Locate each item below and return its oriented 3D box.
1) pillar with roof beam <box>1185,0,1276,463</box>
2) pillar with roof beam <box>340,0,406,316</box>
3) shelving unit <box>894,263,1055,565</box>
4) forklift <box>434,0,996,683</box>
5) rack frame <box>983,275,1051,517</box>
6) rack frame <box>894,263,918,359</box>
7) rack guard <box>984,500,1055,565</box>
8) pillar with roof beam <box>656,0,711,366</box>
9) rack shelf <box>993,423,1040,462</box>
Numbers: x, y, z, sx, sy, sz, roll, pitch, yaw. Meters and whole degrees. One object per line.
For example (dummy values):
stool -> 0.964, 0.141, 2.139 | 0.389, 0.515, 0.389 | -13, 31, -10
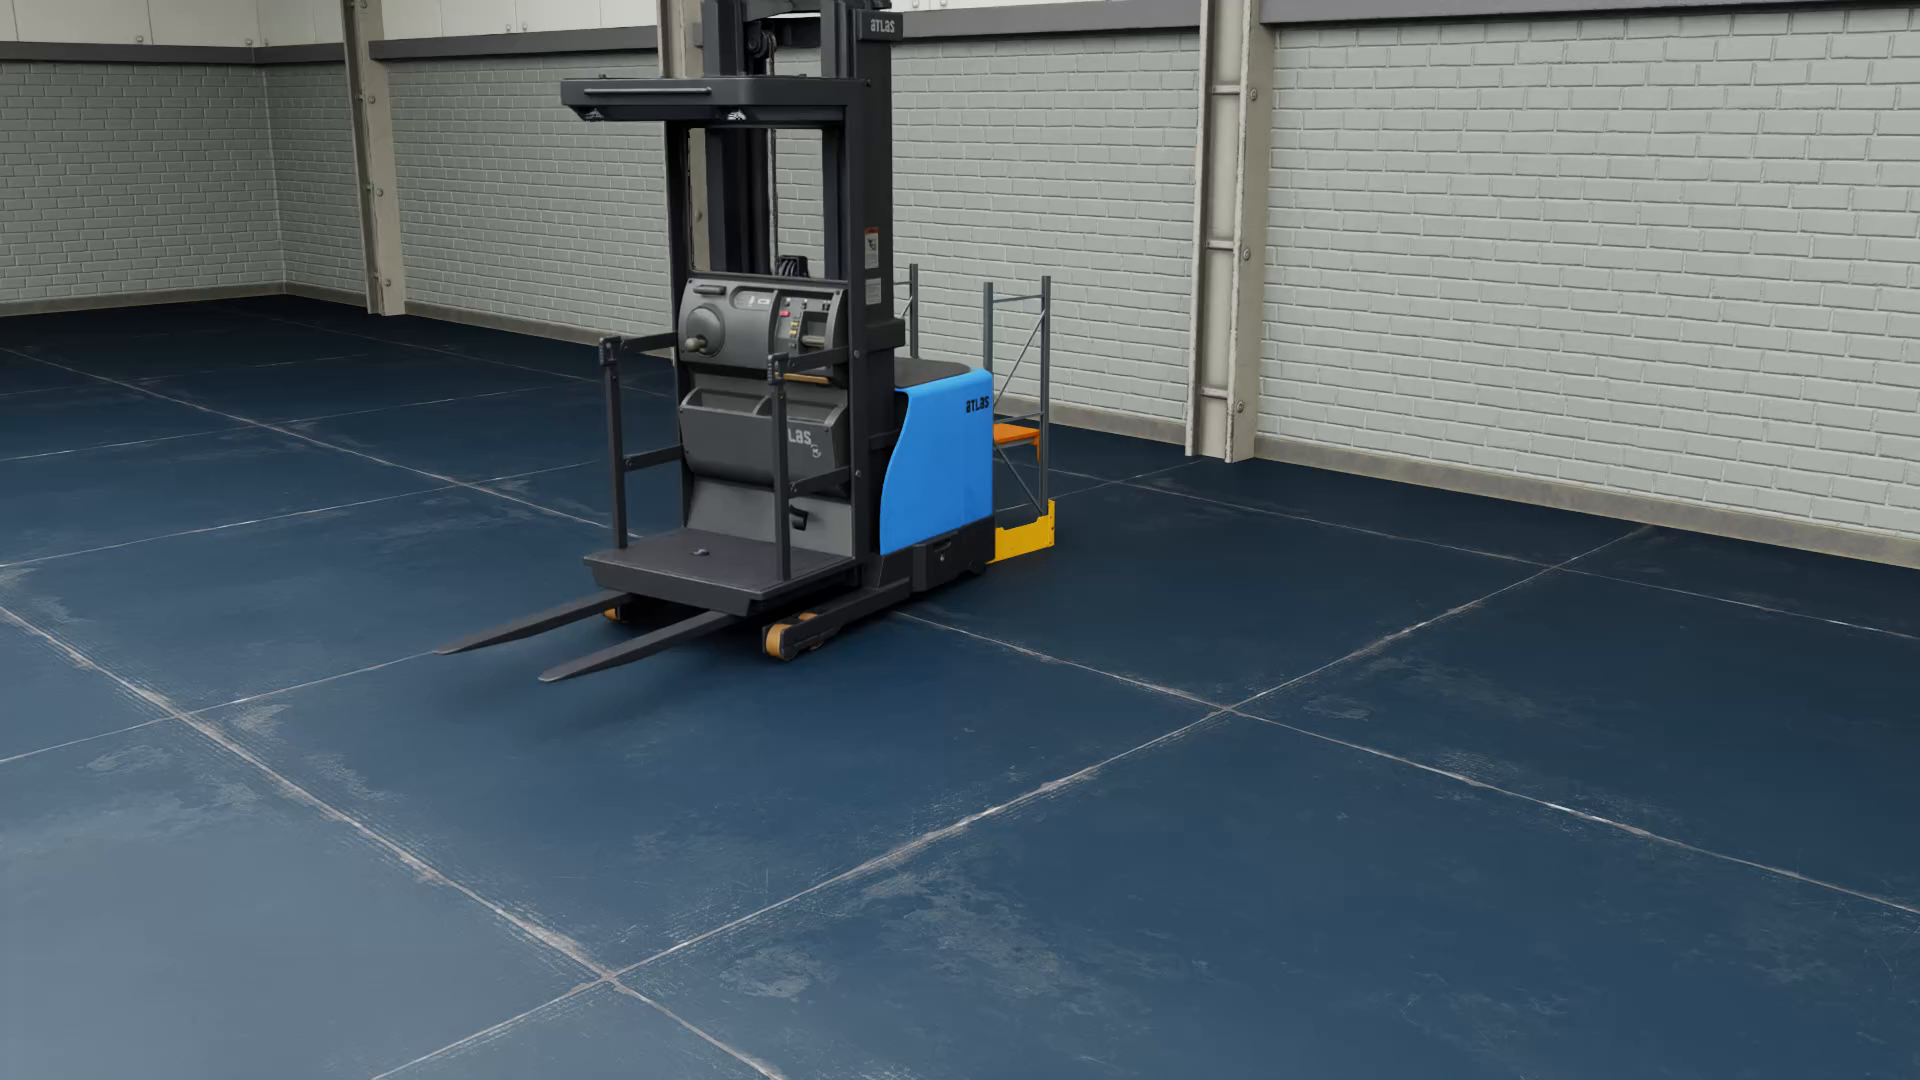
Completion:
pillar with roof beam -> -1.154, -4.167, 7.579 | 0.400, 9.000, 9.100 | 14, 20, 42
pillar with roof beam -> -9.793, -6.268, 15.639 | 0.400, 9.000, 9.100 | 14, 20, 42
shelving unit -> -0.055, -0.739, 9.294 | 1.083, 1.500, 0.587 | 14, 20, 42
forklift -> -1.044, -1.019, 7.530 | 1.130, 2.935, 3.031 | 9, 17, 32
rack frame -> 0.305, -0.652, 8.959 | 0.032, 1.500, 0.500 | 14, 20, 42
rack frame -> -0.427, -0.830, 9.642 | 0.032, 1.500, 0.500 | 14, 20, 42
rack guard -> 0.304, -0.047, 9.117 | 0.087, 0.250, 0.587 | 14, 20, 42
pillar with roof beam -> -5.474, -5.217, 11.609 | 0.400, 9.000, 9.100 | 14, 20, 42
rack shelf -> -0.061, -0.567, 9.346 | 1.000, 0.185, 0.538 | 14, 20, 42
